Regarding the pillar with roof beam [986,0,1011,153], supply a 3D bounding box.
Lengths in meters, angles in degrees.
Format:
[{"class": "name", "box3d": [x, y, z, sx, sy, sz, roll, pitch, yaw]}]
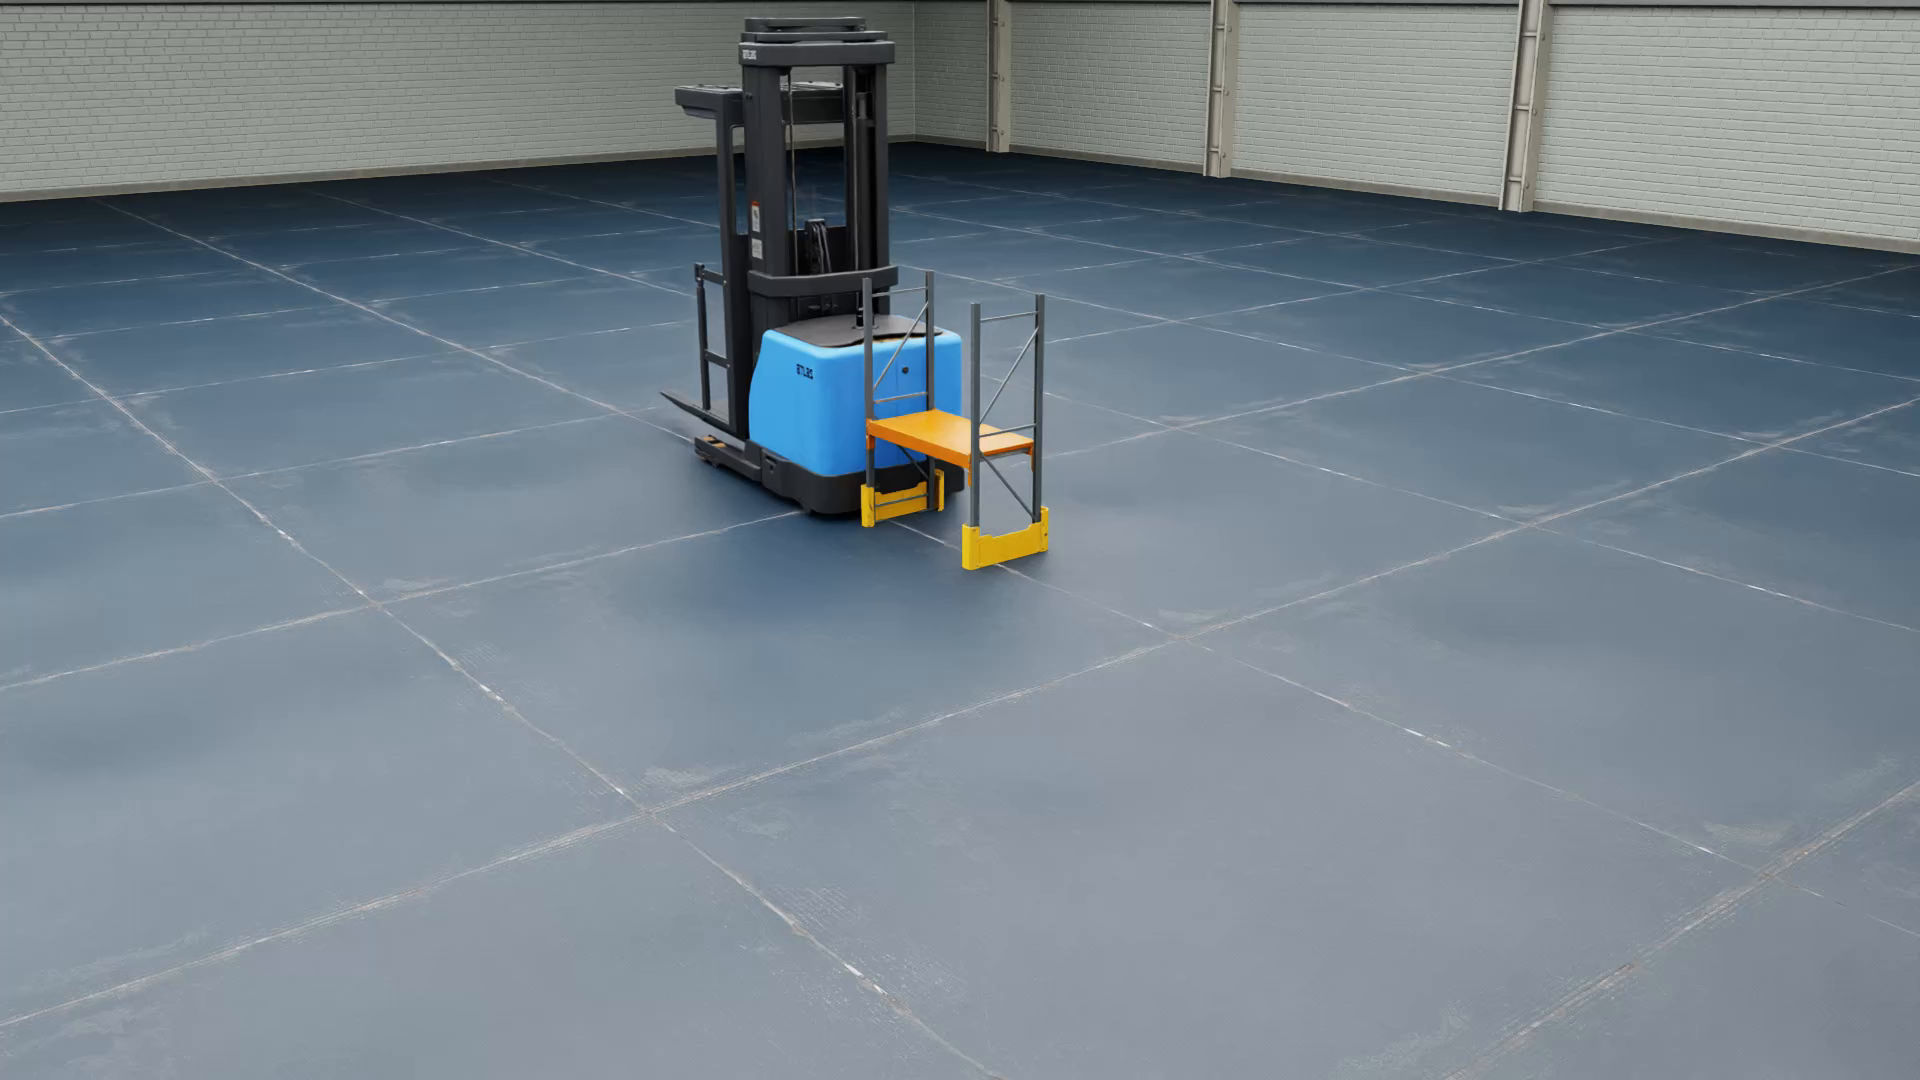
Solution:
[{"class": "pillar with roof beam", "box3d": [-2.604, -11.267, 29.573, 9.100, 9.000, 0.400, -14, 23, -36]}]

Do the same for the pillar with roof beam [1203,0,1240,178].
[{"class": "pillar with roof beam", "box3d": [1.121, -9.788, 25.108, 9.100, 9.000, 0.400, -14, 23, -36]}]

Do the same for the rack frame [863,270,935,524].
[{"class": "rack frame", "box3d": [-0.363, -0.857, 10.066, 0.500, 1.500, 0.032, -14, 23, -36]}]

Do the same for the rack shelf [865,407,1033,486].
[{"class": "rack shelf", "box3d": [-0.050, -0.561, 9.742, 0.538, 0.185, 1.000, -14, 23, -36]}]

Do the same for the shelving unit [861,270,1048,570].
[{"class": "shelving unit", "box3d": [-0.044, -0.729, 9.678, 0.587, 1.500, 1.083, -14, 23, -36]}]

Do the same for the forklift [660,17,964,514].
[{"class": "forklift", "box3d": [-1.180, -1.958, 11.114, 1.130, 2.935, 3.031, -11, 21, -30]}]

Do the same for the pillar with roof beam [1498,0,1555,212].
[{"class": "pillar with roof beam", "box3d": [4.846, -8.310, 20.643, 9.100, 9.000, 0.400, -14, 23, -36]}]

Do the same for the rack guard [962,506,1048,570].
[{"class": "rack guard", "box3d": [0.262, -0.012, 9.502, 0.587, 0.250, 0.087, -14, 23, -36]}]

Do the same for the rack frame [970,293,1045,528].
[{"class": "rack frame", "box3d": [0.263, -0.605, 9.305, 0.500, 1.500, 0.032, -14, 23, -36]}]

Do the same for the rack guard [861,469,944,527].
[{"class": "rack guard", "box3d": [-0.351, -0.259, 10.248, 0.587, 0.250, 0.087, -14, 23, -36]}]
